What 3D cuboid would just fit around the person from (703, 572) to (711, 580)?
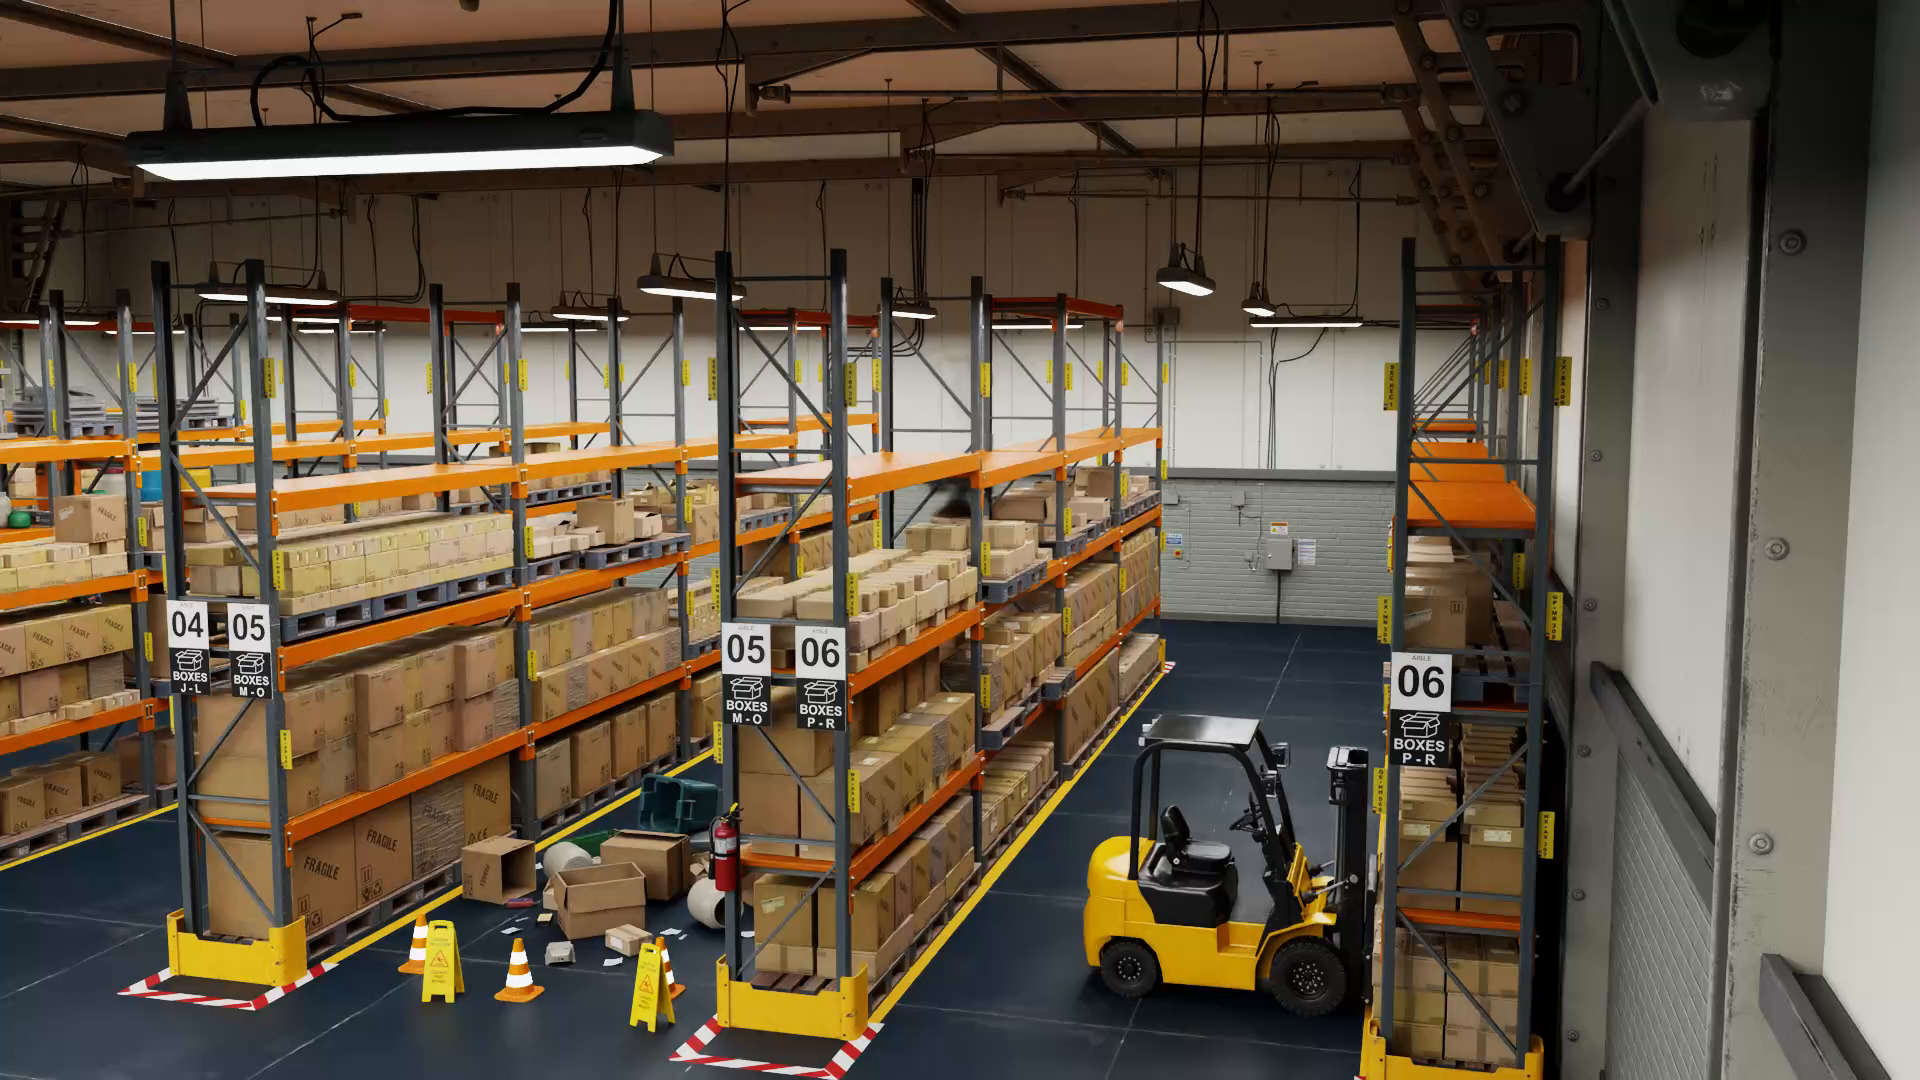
[{"bbox_3d":[-4.162,1.374,28.150,0.622,1.686,0.707,3,7,29],"label":"person"}]
